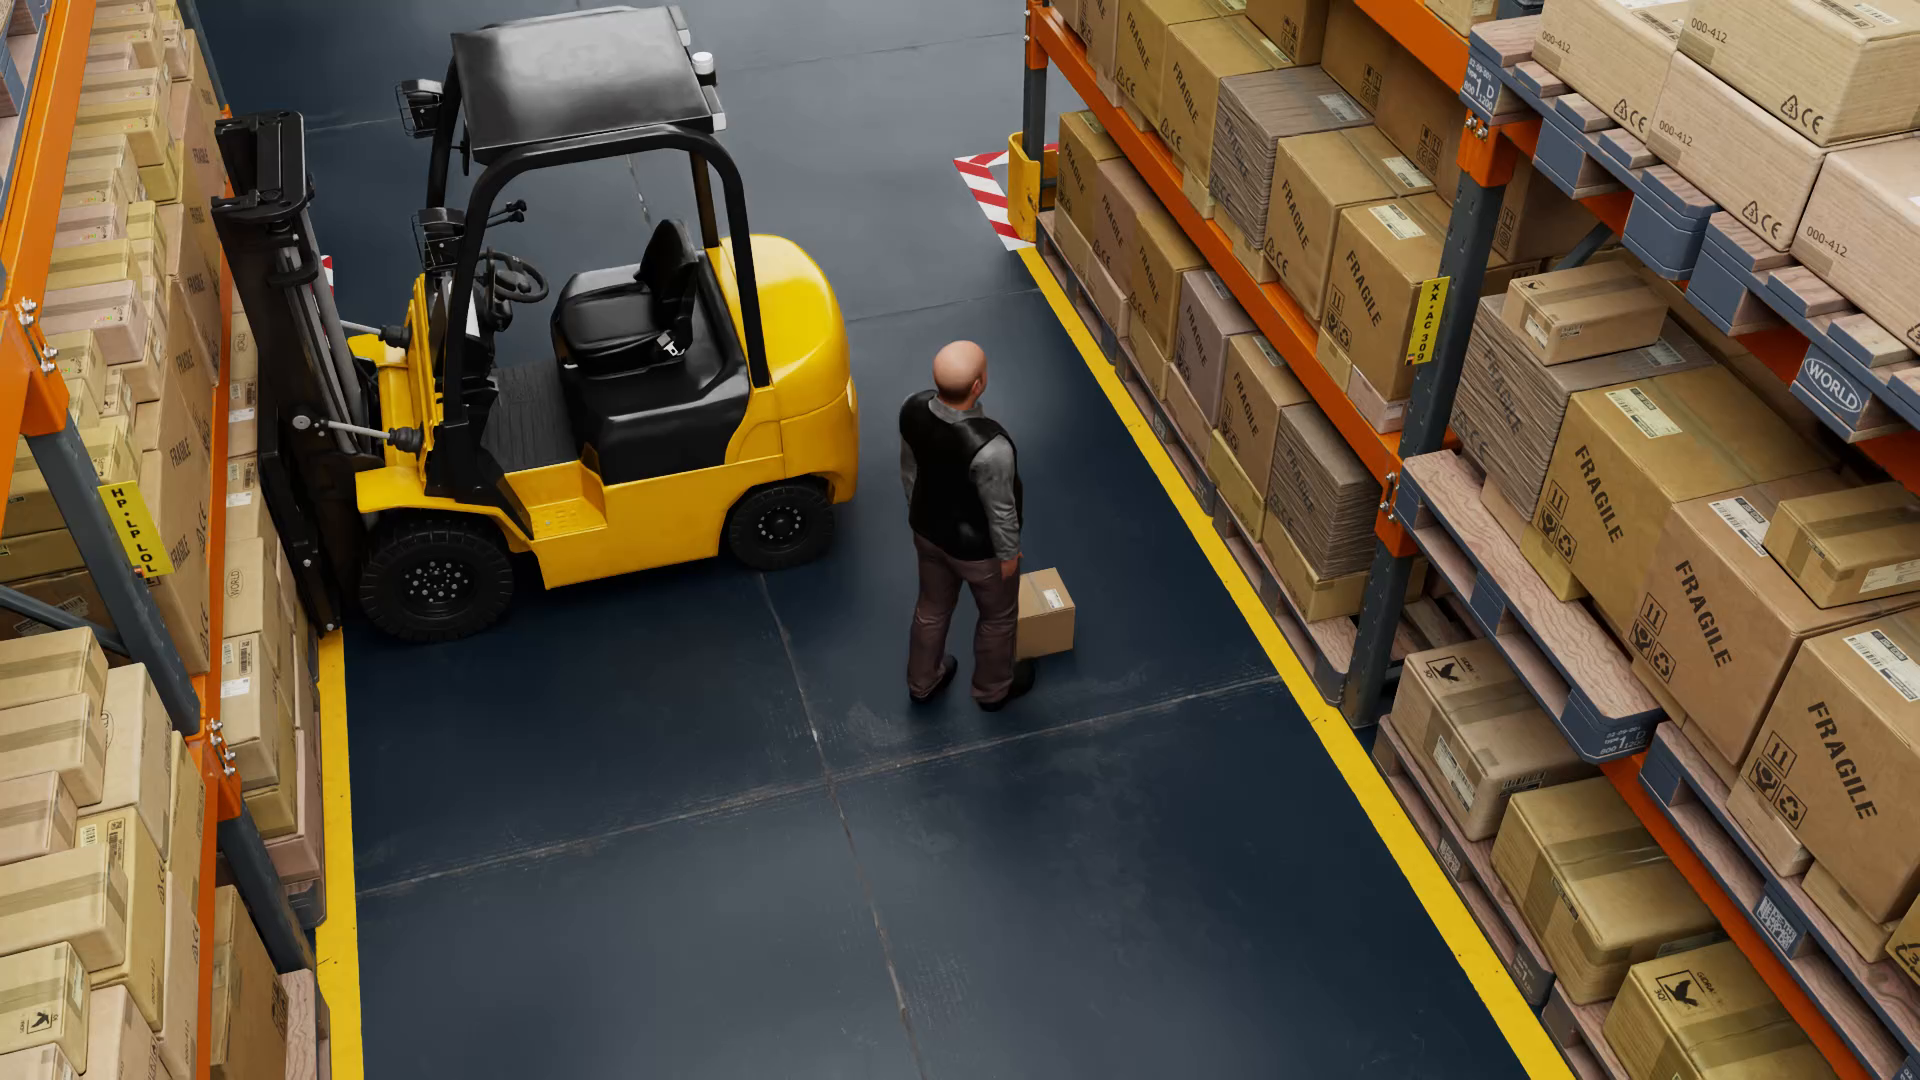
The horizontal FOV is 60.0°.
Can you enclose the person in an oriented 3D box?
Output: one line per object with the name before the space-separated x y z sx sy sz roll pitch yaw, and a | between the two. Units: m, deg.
person | 0.033 -0.037 6.229 0.535 1.731 0.489 33 52 32
